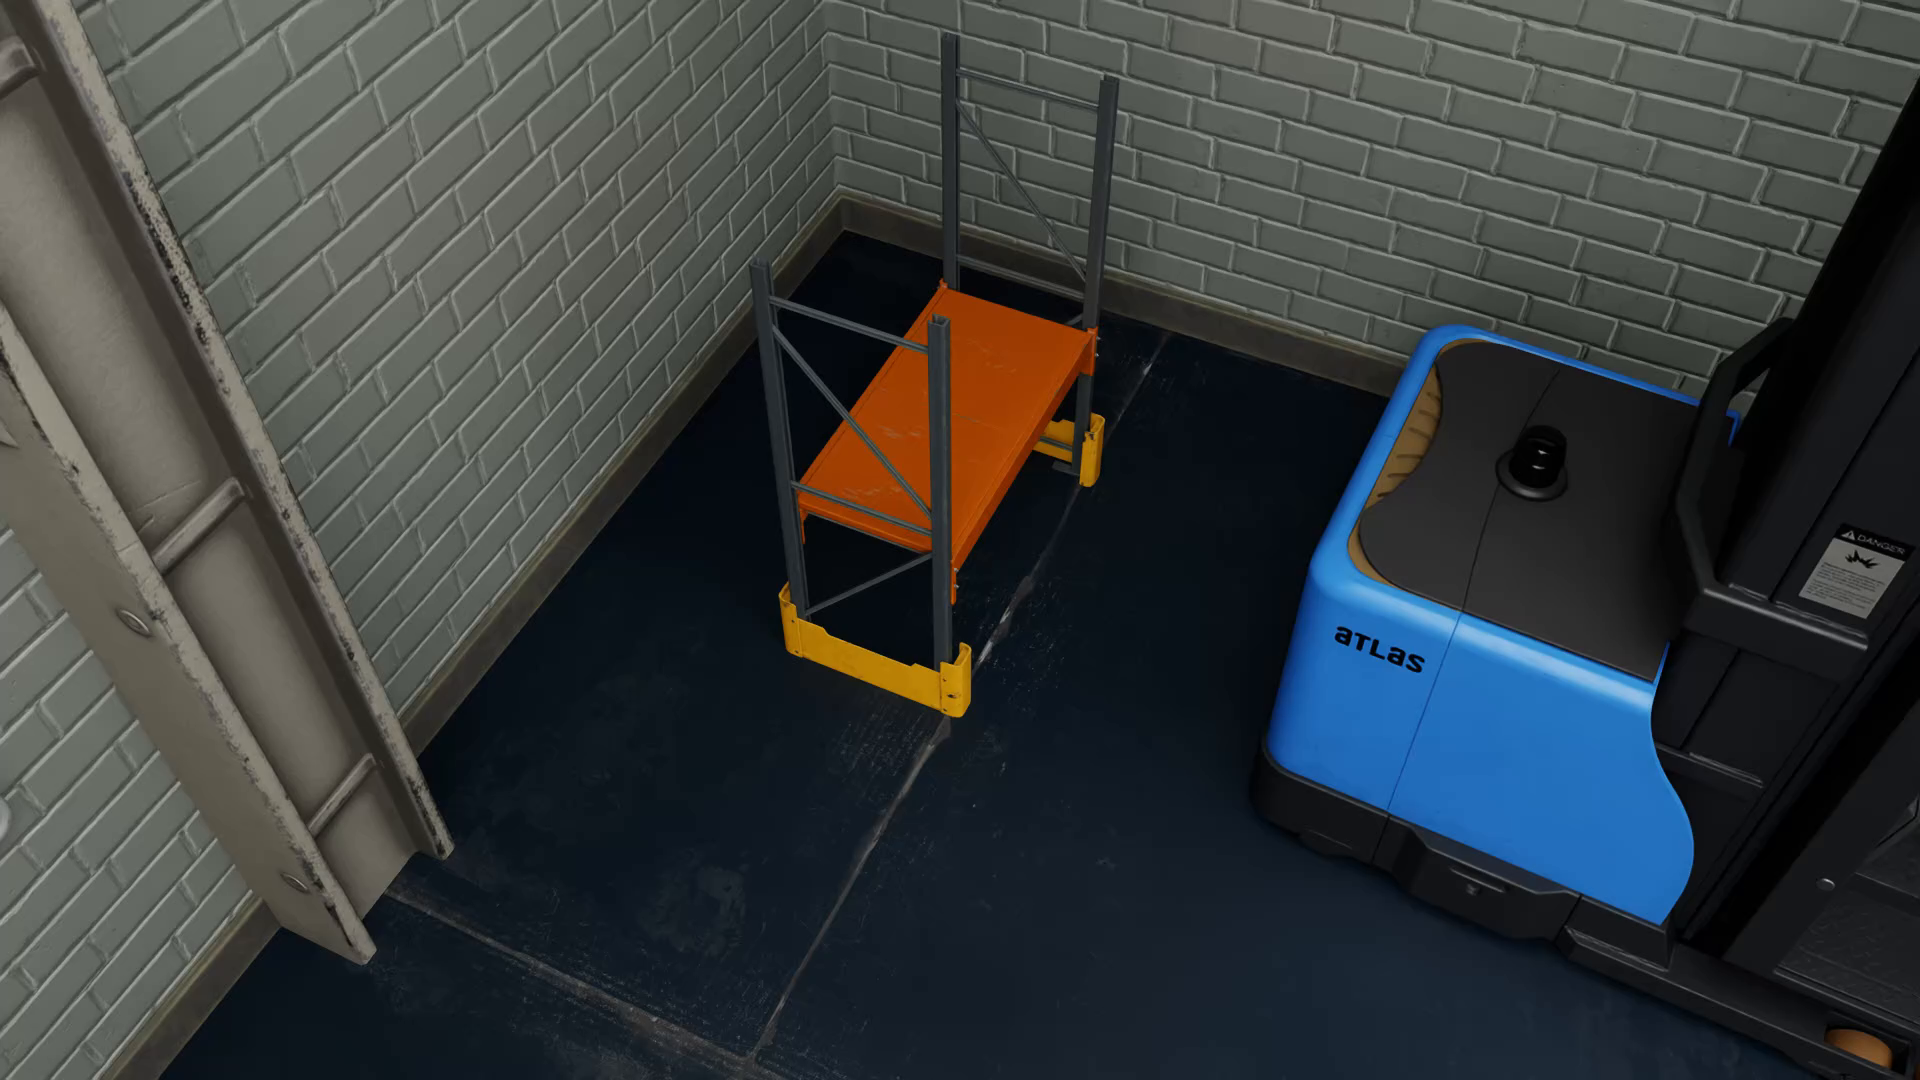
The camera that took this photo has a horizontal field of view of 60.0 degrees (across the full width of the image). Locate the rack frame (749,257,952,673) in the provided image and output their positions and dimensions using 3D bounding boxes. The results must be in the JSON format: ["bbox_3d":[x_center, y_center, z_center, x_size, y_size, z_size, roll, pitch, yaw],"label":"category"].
[{"bbox_3d":[-0.254,-0.077,4.331,0.500,1.500,0.032,20,52,16],"label":"rack frame"}]

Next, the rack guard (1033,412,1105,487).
[{"bbox_3d":[0.180,-0.371,5.402,0.587,0.250,0.087,20,52,16],"label":"rack guard"}]

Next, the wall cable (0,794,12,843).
[{"bbox_3d":[-2.278,0.568,2.130,0.084,1.984,1.851,20,52,16],"label":"wall cable"}]

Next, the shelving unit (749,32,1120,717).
[{"bbox_3d":[-0.033,-0.434,4.634,0.587,1.500,1.083,20,52,16],"label":"shelving unit"}]

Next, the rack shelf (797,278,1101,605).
[{"bbox_3d":[-0.036,-0.311,4.766,0.538,0.185,1.000,20,52,16],"label":"rack shelf"}]

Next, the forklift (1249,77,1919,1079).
[{"bbox_3d":[2.341,0.005,3.322,3.031,2.935,1.130,22,53,17],"label":"forklift"}]

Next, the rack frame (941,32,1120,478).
[{"bbox_3d":[0.181,-0.777,4.927,0.500,1.500,0.032,20,52,16],"label":"rack frame"}]

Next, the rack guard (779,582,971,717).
[{"bbox_3d":[-0.245,0.314,4.818,0.587,0.250,0.087,20,52,16],"label":"rack guard"}]
